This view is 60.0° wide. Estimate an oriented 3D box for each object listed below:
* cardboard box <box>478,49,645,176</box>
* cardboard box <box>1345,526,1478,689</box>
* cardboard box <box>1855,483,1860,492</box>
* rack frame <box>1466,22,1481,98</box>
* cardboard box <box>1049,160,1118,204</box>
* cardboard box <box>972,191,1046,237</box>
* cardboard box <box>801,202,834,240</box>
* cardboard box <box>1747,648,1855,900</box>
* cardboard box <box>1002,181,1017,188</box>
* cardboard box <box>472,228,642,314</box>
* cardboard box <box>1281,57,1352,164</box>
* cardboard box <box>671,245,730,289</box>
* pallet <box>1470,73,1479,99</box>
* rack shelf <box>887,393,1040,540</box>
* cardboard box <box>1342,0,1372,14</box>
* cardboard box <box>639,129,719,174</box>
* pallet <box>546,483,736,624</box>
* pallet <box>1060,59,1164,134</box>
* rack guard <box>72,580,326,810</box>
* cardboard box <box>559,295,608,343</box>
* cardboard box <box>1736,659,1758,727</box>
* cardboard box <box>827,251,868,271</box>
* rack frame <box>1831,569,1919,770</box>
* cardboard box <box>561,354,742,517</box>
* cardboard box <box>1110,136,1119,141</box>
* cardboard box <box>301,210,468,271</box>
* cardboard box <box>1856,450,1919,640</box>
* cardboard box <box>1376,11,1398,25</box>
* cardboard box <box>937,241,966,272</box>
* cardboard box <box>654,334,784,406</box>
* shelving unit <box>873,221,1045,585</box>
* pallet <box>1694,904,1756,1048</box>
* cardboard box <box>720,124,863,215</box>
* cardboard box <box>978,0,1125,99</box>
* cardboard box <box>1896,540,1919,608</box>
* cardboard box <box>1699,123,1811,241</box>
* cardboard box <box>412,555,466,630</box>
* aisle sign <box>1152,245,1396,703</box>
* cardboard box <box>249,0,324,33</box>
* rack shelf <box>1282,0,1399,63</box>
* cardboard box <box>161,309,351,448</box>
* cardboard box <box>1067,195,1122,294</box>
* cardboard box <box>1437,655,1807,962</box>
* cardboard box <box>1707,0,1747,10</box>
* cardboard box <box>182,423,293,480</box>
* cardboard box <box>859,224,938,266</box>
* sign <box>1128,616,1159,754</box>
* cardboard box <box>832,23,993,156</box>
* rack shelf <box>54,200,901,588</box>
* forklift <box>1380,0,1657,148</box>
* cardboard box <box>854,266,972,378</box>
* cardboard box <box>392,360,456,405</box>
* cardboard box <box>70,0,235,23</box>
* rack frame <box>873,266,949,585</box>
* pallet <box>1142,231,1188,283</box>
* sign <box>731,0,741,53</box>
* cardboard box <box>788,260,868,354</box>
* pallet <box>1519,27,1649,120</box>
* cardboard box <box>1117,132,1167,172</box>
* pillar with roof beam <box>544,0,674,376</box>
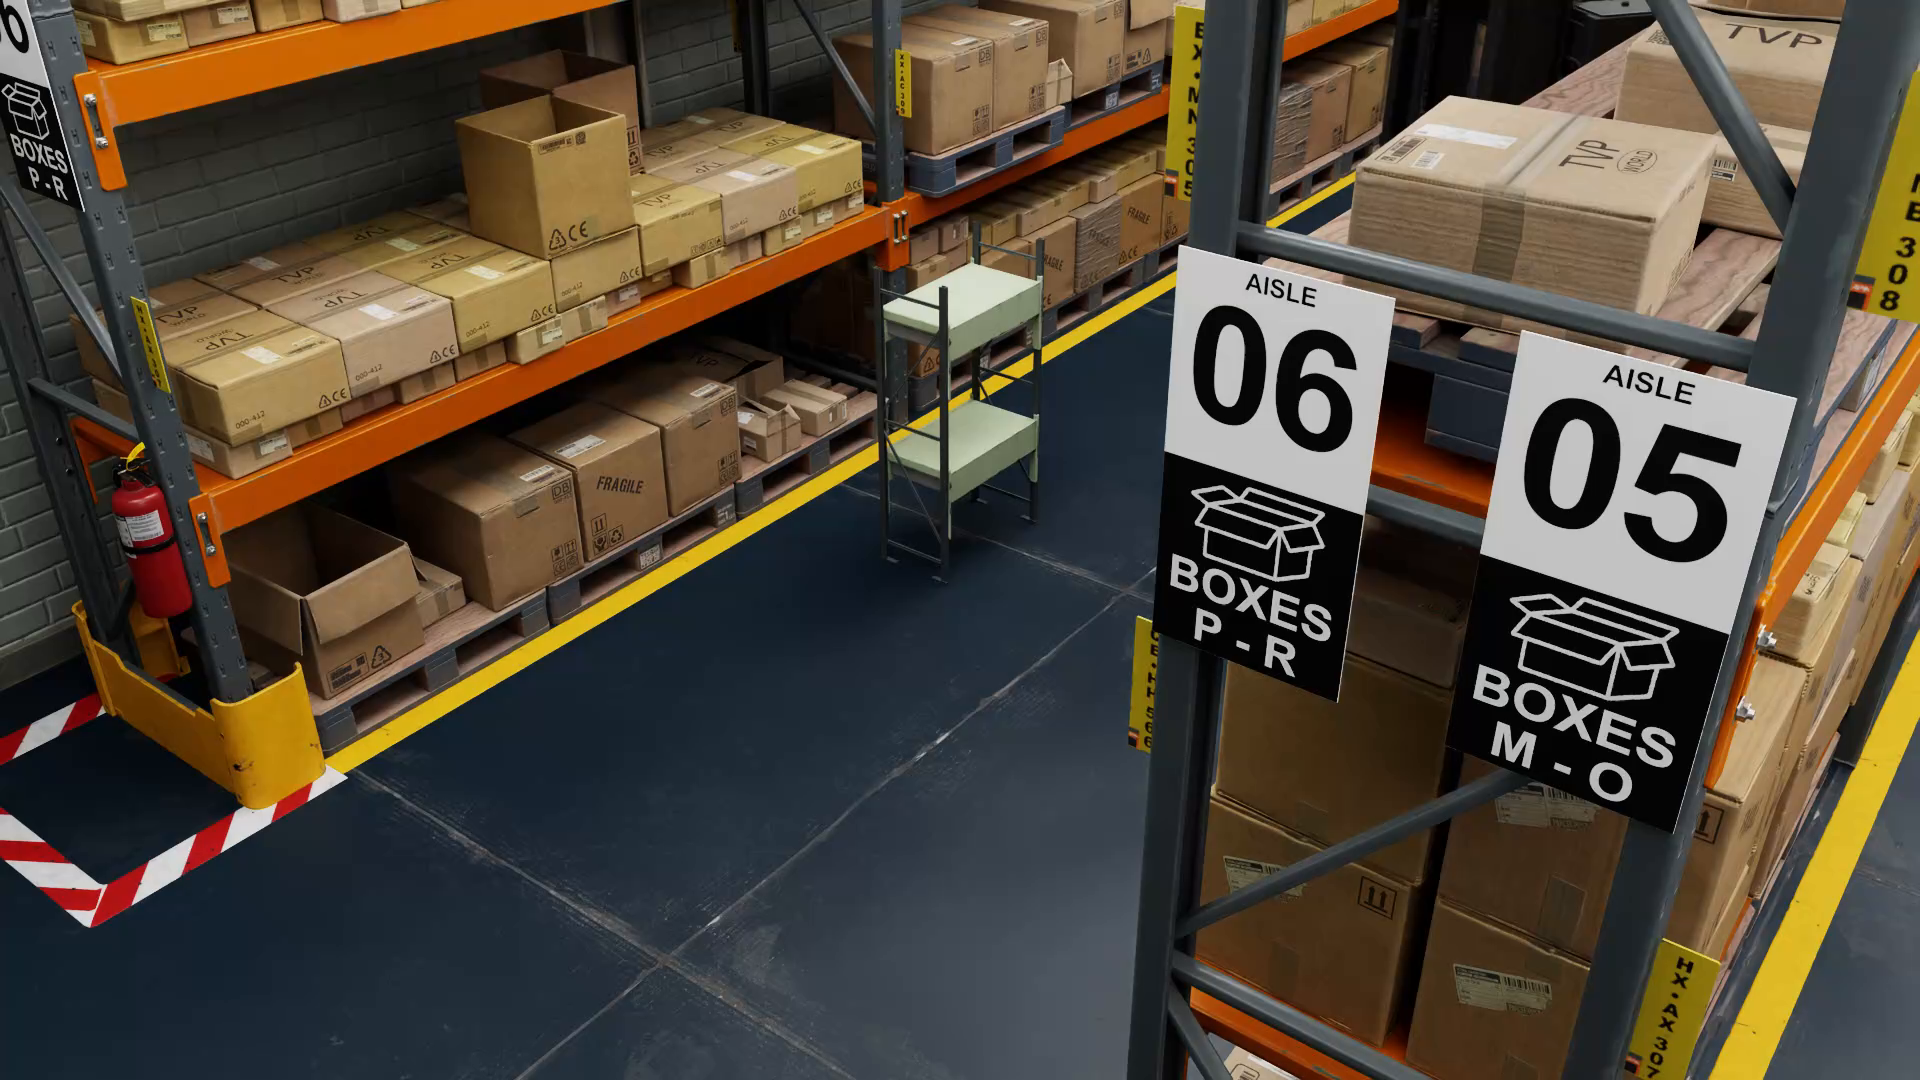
[{"bbox_3d":[-1.834,-1.933,7.690,0.500,0.500,0.500,20,36,30],"label":"cardboard box"},{"bbox_3d":[0.879,0.122,3.388,0.380,0.149,0.250,22,37,32],"label":"cardboard box"},{"bbox_3d":[1.867,-0.164,3.870,0.380,0.149,0.250,22,37,32],"label":"cardboard box"},{"bbox_3d":[4.106,-5.322,14.289,1.000,3.000,0.127,21,37,31],"label":"rack frame"},{"bbox_3d":[0.772,-2.272,10.545,0.380,0.149,0.250,19,36,29],"label":"cardboard box"},{"bbox_3d":[0.292,-1.969,10.034,0.380,0.149,0.250,21,37,31],"label":"cardboard box"},{"bbox_3d":[-0.854,-1.643,8.326,0.380,0.149,0.250,22,37,33],"label":"cardboard box"},{"bbox_3d":[1.945,0.516,4.339,0.500,0.500,0.500,21,37,31],"label":"cardboard box"},{"bbox_3d":[0.193,-2.326,10.636,0.380,0.149,0.250,20,36,29],"label":"cardboard box"},{"bbox_3d":[-1.750,-1.236,7.249,0.500,0.250,0.500,20,36,30],"label":"cardboard box"},{"bbox_3d":[2.467,-3.373,12.916,0.875,0.625,0.625,22,37,33],"label":"cardboard box"},{"bbox_3d":[-1.304,-1.319,7.780,0.380,0.149,0.250,21,36,31],"label":"cardboard box"},{"bbox_3d":[4.619,-4.433,15.523,1.003,0.211,1.213,21,37,31],"label":"pallet"},{"bbox_3d":[0.004,-0.367,8.038,0.431,0.370,0.720,21,37,31],"label":"rack shelf"},{"bbox_3d":[2.767,-4.152,12.460,0.500,0.250,0.500,20,36,30],"label":"cardboard box"},{"bbox_3d":[-1.535,-1.810,8.217,0.500,0.250,0.500,21,36,31],"label":"cardboard box"},{"bbox_3d":[-1.875,-0.094,8.202,1.003,0.211,1.213,21,37,31],"label":"pallet"},{"bbox_3d":[0.521,-2.822,10.258,1.003,0.211,1.213,21,37,31],"label":"pallet"},{"bbox_3d":[-3.092,0.600,6.748,1.175,0.500,0.348,21,37,31],"label":"rack guard"},{"bbox_3d":[-1.761,-1.007,7.254,0.380,0.149,0.250,22,37,32],"label":"cardboard box"},{"bbox_3d":[1.257,0.270,3.137,0.380,0.149,0.250,22,37,32],"label":"cardboard box"},{"bbox_3d":[-0.731,-1.693,9.569,0.380,0.149,0.250,20,36,29],"label":"cardboard box"},{"bbox_3d":[3.236,-0.544,6.227,1.000,3.000,0.127,21,37,31],"label":"rack frame"},{"bbox_3d":[-1.520,-0.527,8.237,0.700,0.500,0.500,20,36,30],"label":"cardboard box"},{"bbox_3d":[0.860,-2.739,11.334,0.380,0.149,0.250,22,37,32],"label":"cardboard box"},{"bbox_3d":[-2.457,-1.186,7.164,0.500,0.250,0.500,22,37,33],"label":"cardboard box"},{"bbox_3d":[2.250,-0.126,4.442,0.500,0.500,0.500,21,37,31],"label":"cardboard box"},{"bbox_3d":[3.800,-4.266,14.423,0.875,0.625,0.625,23,38,33],"label":"cardboard box"},{"bbox_3d":[-0.189,-1.655,9.504,0.380,0.149,0.250,20,36,30],"label":"cardboard box"},{"bbox_3d":[-1.311,-0.899,9.050,0.500,0.311,0.500,23,37,33],"label":"cardboard box"},{"bbox_3d":[0.004,-0.648,7.872,0.431,1.500,0.755,21,37,31],"label":"shelving unit"},{"bbox_3d":[1.979,1.438,5.616,1.003,0.211,1.213,21,37,31],"label":"pallet"},{"bbox_3d":[-0.836,-1.852,8.288,0.500,0.250,0.500,22,37,32],"label":"cardboard box"},{"bbox_3d":[0.533,-2.952,9.778,0.700,0.500,0.500,21,37,31],"label":"cardboard box"},{"bbox_3d":[2.854,-0.109,5.395,0.500,0.500,0.500,20,36,30],"label":"cardboard box"},{"bbox_3d":[1.662,-0.696,3.277,0.380,0.149,0.250,23,37,33],"label":"cardboard box"},{"bbox_3d":[-2.406,0.221,7.319,0.380,0.149,0.250,20,36,29],"label":"cardboard box"},{"bbox_3d":[0.531,-0.103,2.932,0.394,0.787,0.004,21,37,31],"label":"aisle sign"},{"bbox_3d":[-2.454,-1.899,5.816,0.380,0.149,0.250,21,37,32],"label":"cardboard box"},{"bbox_3d":[2.898,-4.200,13.100,1.077,0.370,4.000,21,37,31],"label":"rack shelf"},{"bbox_3d":[-2.649,-0.610,6.192,0.500,0.250,0.500,21,37,32],"label":"cardboard box"},{"bbox_3d":[0.684,-1.933,10.610,0.500,0.500,0.500,20,36,30],"label":"cardboard box"},{"bbox_3d":[1.338,0.501,3.384,0.500,0.500,0.500,20,36,30],"label":"cardboard box"},{"bbox_3d":[2.448,-1.545,4.361,0.797,0.503,0.637,24,38,35],"label":"cardboard box"},{"bbox_3d":[-2.721,-0.386,6.205,0.380,0.149,0.250,21,36,31],"label":"cardboard box"},{"bbox_3d":[-0.343,-1.665,9.230,0.380,0.149,0.250,20,36,30],"label":"cardboard box"},{"bbox_3d":[0.397,0.309,3.419,0.100,0.325,0.005,21,37,31],"label":"sign"},{"bbox_3d":[-0.253,-2.422,8.885,0.700,0.500,0.500,22,37,32],"label":"cardboard box"},{"bbox_3d":[-1.931,-0.948,7.613,1.077,0.370,4.000,21,37,31],"label":"rack shelf"},{"bbox_3d":[2.871,-1.666,8.186,3.031,2.935,1.130,-9,32,-15],"label":"forklift"},{"bbox_3d":[-0.252,-1.303,9.547,0.500,0.500,0.500,23,38,33],"label":"cardboard box"},{"bbox_3d":[-2.272,-0.705,6.744,0.380,0.149,0.250,22,37,33],"label":"cardboard box"},{"bbox_3d":[-2.652,-1.895,5.418,0.500,0.250,0.500,21,36,31],"label":"cardboard box"},{"bbox_3d":[-0.217,-0.499,7.621,0.400,1.500,0.023,21,37,31],"label":"rack frame"},{"bbox_3d":[1.210,-2.205,11.764,1.003,0.211,1.213,21,37,31],"label":"pallet"},{"bbox_3d":[-1.168,-2.738,8.792,0.100,0.325,0.005,21,37,31],"label":"sign"},{"bbox_3d":[-0.663,-1.466,9.822,0.500,0.500,0.500,21,37,31],"label":"cardboard box"},{"bbox_3d":[1.997,-0.974,4.096,1.003,0.211,1.213,21,37,31],"label":"pallet"},{"bbox_3d":[1.261,-2.588,11.079,0.380,0.149,0.250,20,36,30],"label":"cardboard box"},{"bbox_3d":[1.570,-3.321,5.027,9.100,9.000,0.400,21,37,31],"label":"pillar with roof beam"}]
